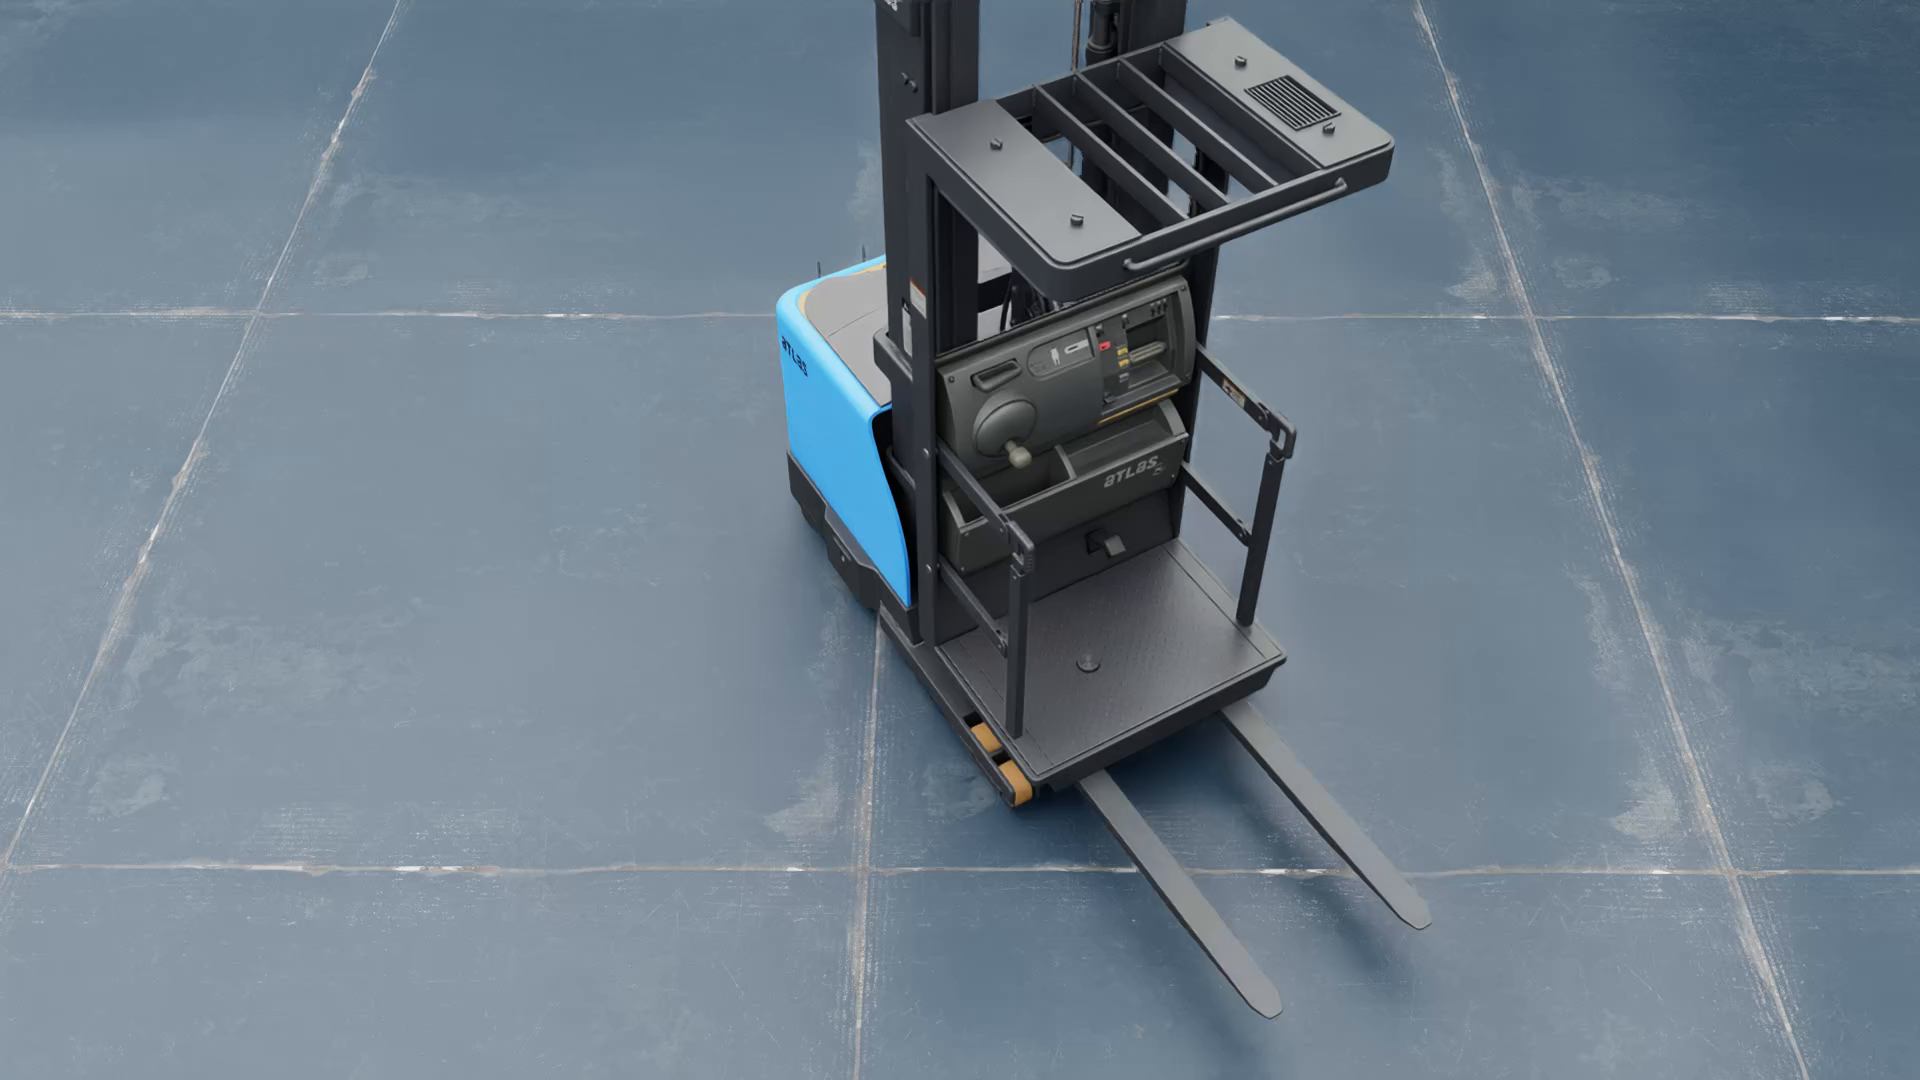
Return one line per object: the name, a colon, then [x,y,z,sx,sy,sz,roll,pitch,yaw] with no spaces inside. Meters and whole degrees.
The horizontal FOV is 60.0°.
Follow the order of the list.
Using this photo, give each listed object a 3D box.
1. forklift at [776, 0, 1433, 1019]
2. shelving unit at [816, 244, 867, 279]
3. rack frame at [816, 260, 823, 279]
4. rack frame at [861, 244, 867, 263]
forklift: [0.475,-0.441,5.239,1.130,2.935,3.031,-23,51,-20]
shelving unit: [-0.423,-0.775,6.937,0.210,0.900,0.258,-23,51,-20]
rack frame: [-0.510,-0.737,6.902,0.006,0.900,0.240,-23,51,-20]
rack frame: [-0.335,-0.813,6.973,0.006,0.900,0.240,-23,51,-20]
